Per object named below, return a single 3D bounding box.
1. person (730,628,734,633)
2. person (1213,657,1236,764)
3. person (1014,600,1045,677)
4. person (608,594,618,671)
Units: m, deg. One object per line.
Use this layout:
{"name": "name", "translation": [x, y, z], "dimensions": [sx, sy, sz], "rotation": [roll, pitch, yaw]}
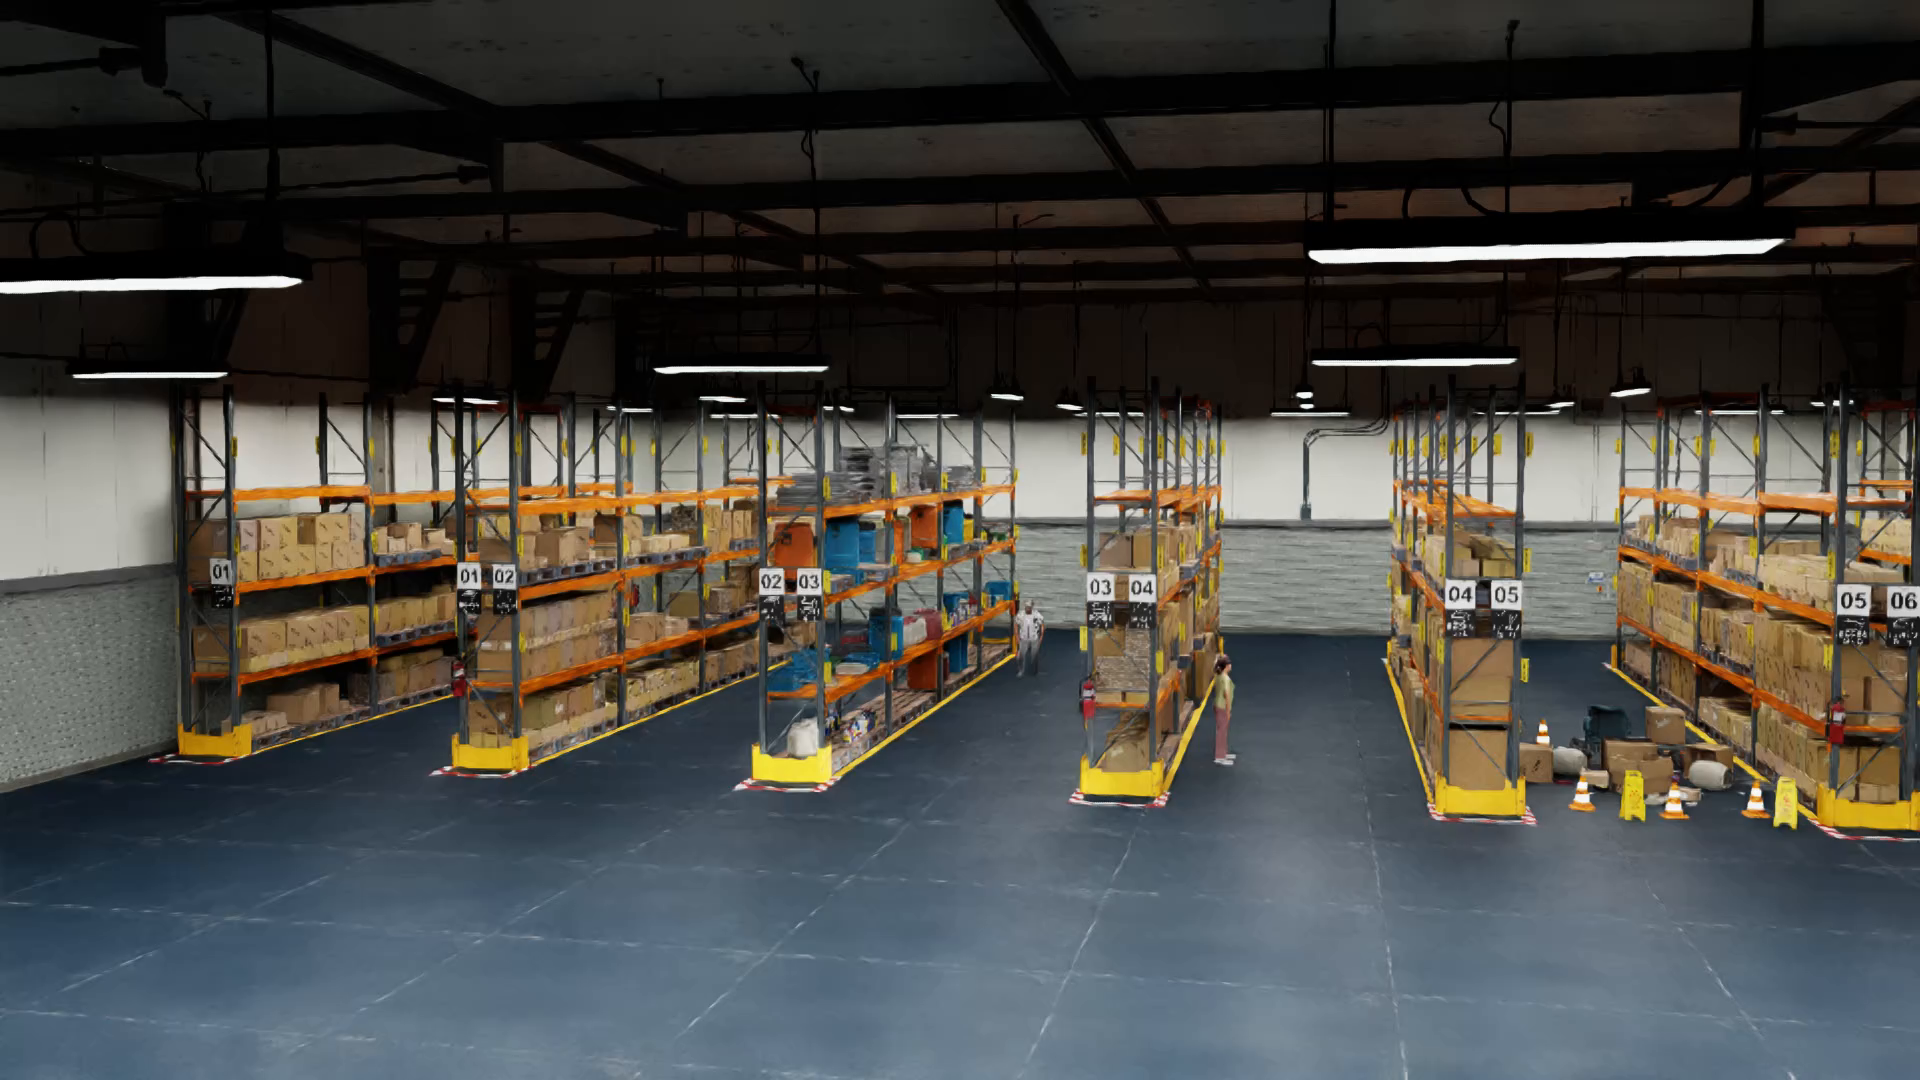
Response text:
{"name": "person", "translation": [-5.792, 1.791, 41.324], "dimensions": [0.596, 1.769, 0.713], "rotation": [3, 4, 44]}
{"name": "person", "translation": [4.205, 2.675, 26.284], "dimensions": [0.457, 1.675, 0.532], "rotation": [-1, 3, -12]}
{"name": "person", "translation": [1.507, 2.130, 36.113], "dimensions": [0.682, 1.715, 0.542], "rotation": [1, 3, 10]}
{"name": "person", "translation": [-7.758, 2.050, 37.262], "dimensions": [0.598, 1.698, 1.193], "rotation": [1, 3, 15]}
